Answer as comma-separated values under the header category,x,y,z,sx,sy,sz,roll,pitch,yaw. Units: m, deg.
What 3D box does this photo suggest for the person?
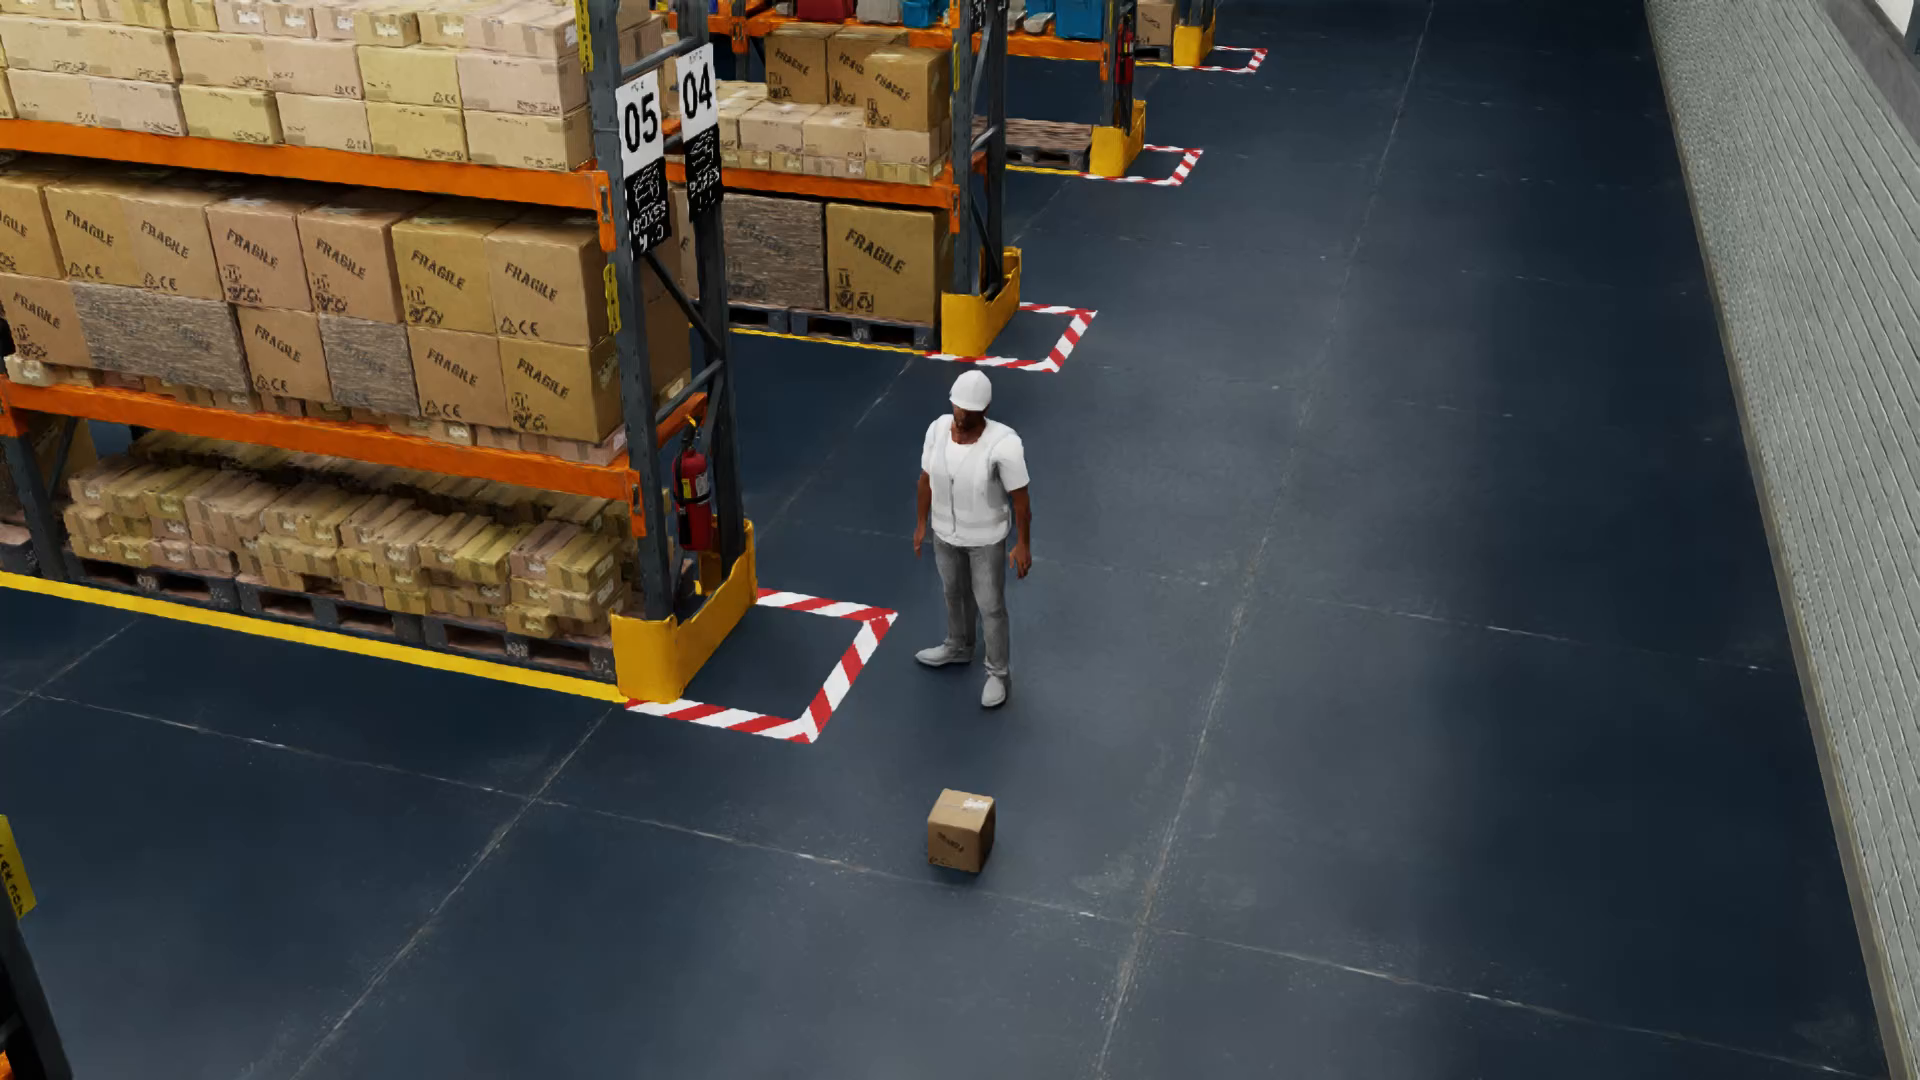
category,x,y,z,sx,sy,sz,roll,pitch,yaw
person,0.055,-0.028,8.487,0.683,1.764,0.383,19,34,30
